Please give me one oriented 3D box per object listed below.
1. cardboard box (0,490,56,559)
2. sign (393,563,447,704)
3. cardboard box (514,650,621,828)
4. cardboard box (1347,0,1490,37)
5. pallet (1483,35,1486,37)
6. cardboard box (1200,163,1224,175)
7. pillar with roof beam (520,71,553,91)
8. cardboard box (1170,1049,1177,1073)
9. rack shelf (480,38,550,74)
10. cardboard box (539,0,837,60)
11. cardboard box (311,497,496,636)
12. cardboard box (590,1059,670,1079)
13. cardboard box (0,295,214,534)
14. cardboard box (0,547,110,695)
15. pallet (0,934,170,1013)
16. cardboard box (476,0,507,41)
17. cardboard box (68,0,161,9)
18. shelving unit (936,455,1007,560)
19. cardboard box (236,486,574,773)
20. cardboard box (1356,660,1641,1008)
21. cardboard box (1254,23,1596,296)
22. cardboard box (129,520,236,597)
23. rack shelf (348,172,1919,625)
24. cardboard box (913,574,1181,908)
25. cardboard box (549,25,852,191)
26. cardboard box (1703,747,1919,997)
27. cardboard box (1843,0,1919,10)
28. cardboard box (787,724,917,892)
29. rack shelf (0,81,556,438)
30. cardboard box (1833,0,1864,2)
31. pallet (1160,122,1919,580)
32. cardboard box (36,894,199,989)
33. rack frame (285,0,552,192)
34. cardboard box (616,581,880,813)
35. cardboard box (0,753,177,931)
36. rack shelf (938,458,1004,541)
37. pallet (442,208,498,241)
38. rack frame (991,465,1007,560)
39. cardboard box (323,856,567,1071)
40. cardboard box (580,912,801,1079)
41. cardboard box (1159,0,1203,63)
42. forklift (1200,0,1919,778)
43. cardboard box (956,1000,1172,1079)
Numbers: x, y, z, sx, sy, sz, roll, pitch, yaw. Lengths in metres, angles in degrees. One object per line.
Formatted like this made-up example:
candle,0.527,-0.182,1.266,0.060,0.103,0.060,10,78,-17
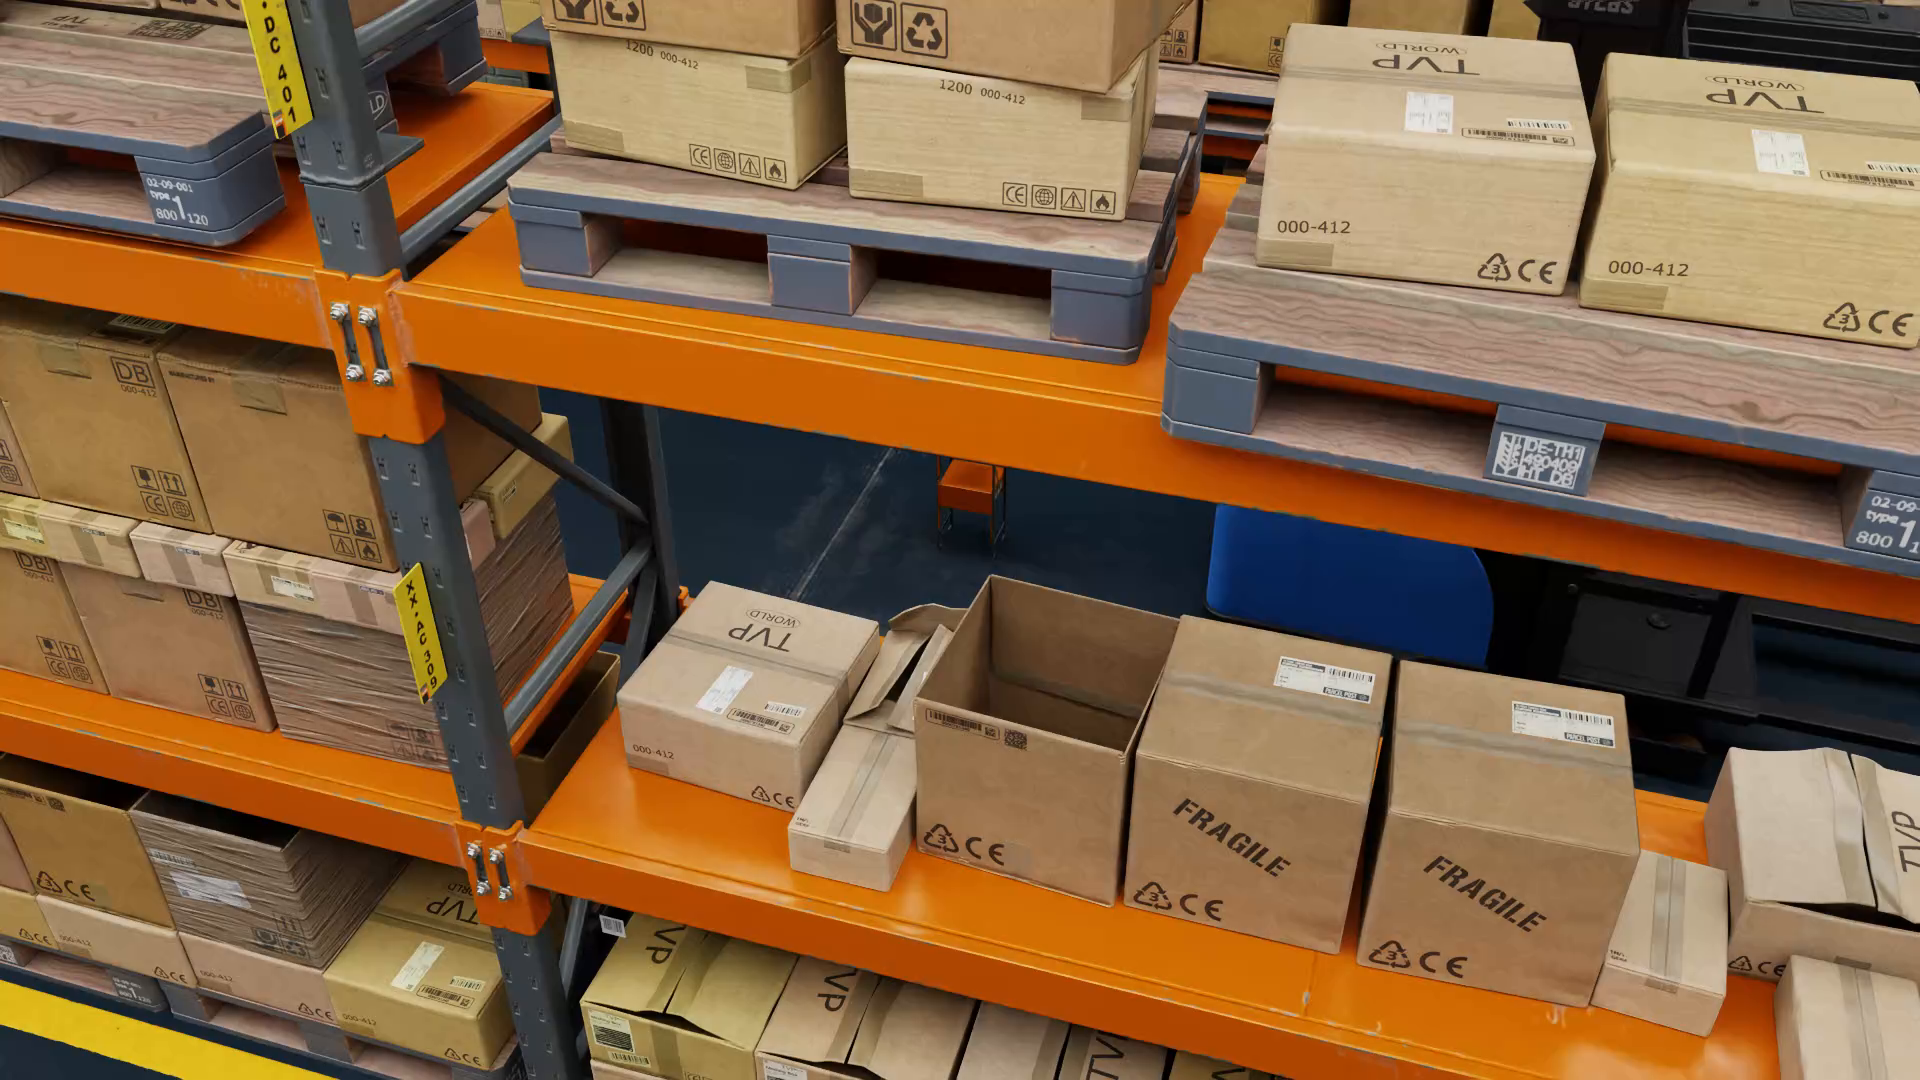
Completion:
cardboard box,-2.310,-0.135,4.272,0.250,0.149,0.380,10,38,14
sign,-1.180,0.208,3.640,0.005,0.325,0.100,10,38,14
cardboard box,-1.365,0.651,5.168,0.500,0.500,0.500,10,38,14
cardboard box,2.102,-2.436,7.574,0.500,0.500,0.700,16,39,20
pallet,2.374,-2.072,7.697,1.213,0.211,1.003,10,38,14
cardboard box,1.165,-1.579,8.603,0.500,0.500,0.700,12,38,15
pillar with roof beam,-3.718,-3.583,4.526,0.400,9.000,9.100,10,38,14
cardboard box,0.437,1.302,4.916,0.500,0.250,0.500,11,38,15
rack shelf,-1.451,-2.593,8.850,4.000,0.370,1.077,10,38,14
cardboard box,-0.439,-1.214,2.978,0.500,0.500,0.500,11,38,14
cardboard box,-1.339,0.045,4.026,0.250,0.149,0.380,10,38,14
cardboard box,-0.705,1.424,4.751,0.500,0.250,0.500,10,37,13
cardboard box,-1.924,-0.452,4.155,0.500,0.500,0.700,10,38,14
cardboard box,-2.424,-0.022,4.665,0.500,0.500,0.700,11,38,15
pallet,-2.931,1.018,5.689,1.213,0.211,1.003,10,38,14
cardboard box,-2.489,-2.835,8.681,0.500,0.250,0.500,9,37,12
cardboard box,-1.933,-1.458,3.772,0.500,0.311,0.500,9,37,11
shelving unit,0.051,-0.413,6.926,0.252,1.050,0.215,10,38,14
cardboard box,-1.441,0.159,4.420,0.500,0.500,0.700,10,37,13
cardboard box,1.196,0.653,3.748,0.500,0.500,0.500,9,37,11
cardboard box,0.791,-0.670,2.872,0.500,0.250,0.500,7,37,10
cardboard box,-1.825,-0.044,4.148,0.250,0.149,0.380,9,37,13
rack shelf,0.893,-0.291,3.191,4.000,0.370,1.077,10,38,14
cardboard box,0.215,0.472,3.994,0.500,0.500,0.500,13,38,17
cardboard box,-0.431,-0.929,3.223,0.500,0.250,0.500,14,39,19
cardboard box,2.006,0.749,3.777,0.500,0.311,0.500,10,38,13
cardboard box,3.824,-2.118,7.141,0.500,0.500,0.700,6,37,8
cardboard box,-0.231,0.647,4.052,0.250,0.149,0.380,10,38,14
rack shelf,-2.925,-0.998,4.152,4.000,0.370,1.077,10,38,14
cardboard box,3.626,-2.394,6.969,0.250,0.149,0.380,5,37,6
pallet,1.059,-0.417,2.914,1.213,0.211,1.003,12,38,16
cardboard box,-2.480,1.080,5.218,0.500,0.250,0.500,10,38,14
rack frame,-1.016,-2.142,2.569,0.127,3.000,1.000,10,38,14
cardboard box,-0.533,0.396,4.307,0.500,0.250,0.500,13,38,17
cardboard box,-2.476,0.771,5.005,0.500,0.500,0.500,10,38,14
rack shelf,0.051,-0.181,7.097,0.240,0.259,0.215,10,38,14
pallet,-2.523,-1.937,9.703,1.213,0.211,1.003,10,38,14
rack frame,0.168,-0.392,6.897,0.008,1.050,0.200,10,38,14
cardboard box,-1.524,1.254,4.981,0.500,0.250,0.500,10,38,14
cardboard box,-0.696,1.200,4.581,0.500,0.311,0.500,11,38,14
cardboard box,0.933,-2.638,7.848,0.500,0.500,0.700,11,38,14
forklift,2.510,-0.666,5.683,3.031,2.935,1.130,11,38,15
cardboard box,0.275,1.382,4.334,0.500,0.311,0.500,9,37,12
